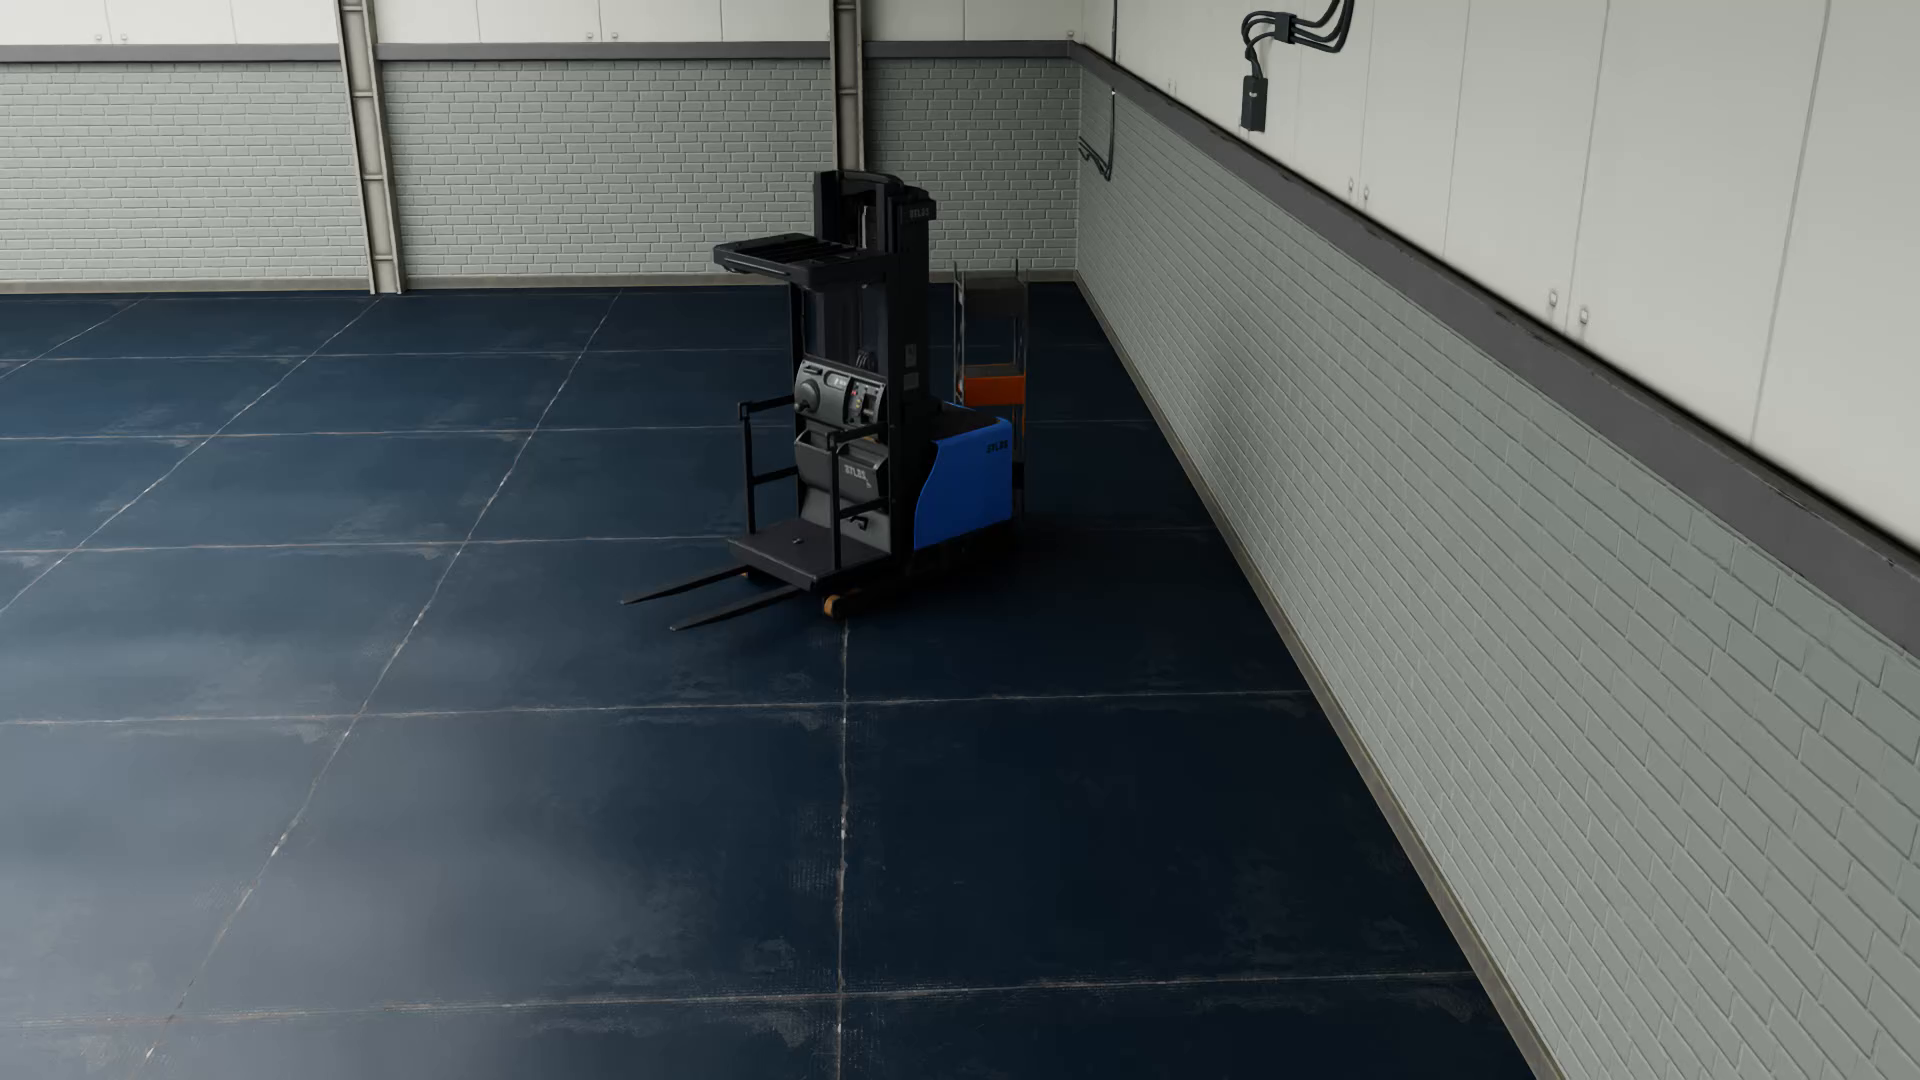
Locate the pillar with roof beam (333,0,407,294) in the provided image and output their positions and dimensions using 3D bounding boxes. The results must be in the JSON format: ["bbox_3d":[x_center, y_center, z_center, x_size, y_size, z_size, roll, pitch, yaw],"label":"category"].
[{"bbox_3d":[-7.172,-5.909,15.994,0.400,9.000,9.100,-1,21,-3],"label":"pillar with roof beam"}]

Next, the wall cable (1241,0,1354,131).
[{"bbox_3d":[2.115,-5.367,9.790,0.169,6.003,2.305,-1,21,-3],"label":"wall cable"}]

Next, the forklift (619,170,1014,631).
[{"bbox_3d":[-1.007,-1.025,11.695,3.031,2.935,1.130,-19,28,-40],"label":"forklift"}]

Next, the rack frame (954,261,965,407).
[{"bbox_3d":[-0.004,-1.118,13.106,0.015,2.100,0.400,-4,21,-9],"label":"rack frame"}]

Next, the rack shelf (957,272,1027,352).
[{"bbox_3d":[0.236,-1.775,12.902,0.480,0.518,0.431,-4,21,-9],"label":"rack shelf"}]

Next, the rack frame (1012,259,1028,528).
[{"bbox_3d":[0.476,-1.148,13.186,0.015,2.100,0.400,-4,21,-9],"label":"rack frame"}]

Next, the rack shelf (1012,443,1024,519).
[{"bbox_3d":[0.236,-0.466,13.400,0.480,0.518,0.431,-4,21,-9],"label":"rack shelf"}]

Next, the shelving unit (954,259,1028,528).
[{"bbox_3d":[0.236,-1.133,13.146,0.503,2.100,0.431,-4,21,-9],"label":"shelving unit"}]

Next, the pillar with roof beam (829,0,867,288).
[{"bbox_3d":[-1.182,-6.031,16.314,0.400,9.000,9.100,-1,21,-3],"label":"pillar with roof beam"}]

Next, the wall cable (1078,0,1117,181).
[{"bbox_3d":[1.589,-5.699,19.806,0.112,2.526,3.097,-1,21,-3],"label":"wall cable"}]

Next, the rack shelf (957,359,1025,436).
[{"bbox_3d":[0.236,-1.120,13.151,0.480,0.518,0.431,-4,21,-9],"label":"rack shelf"}]
